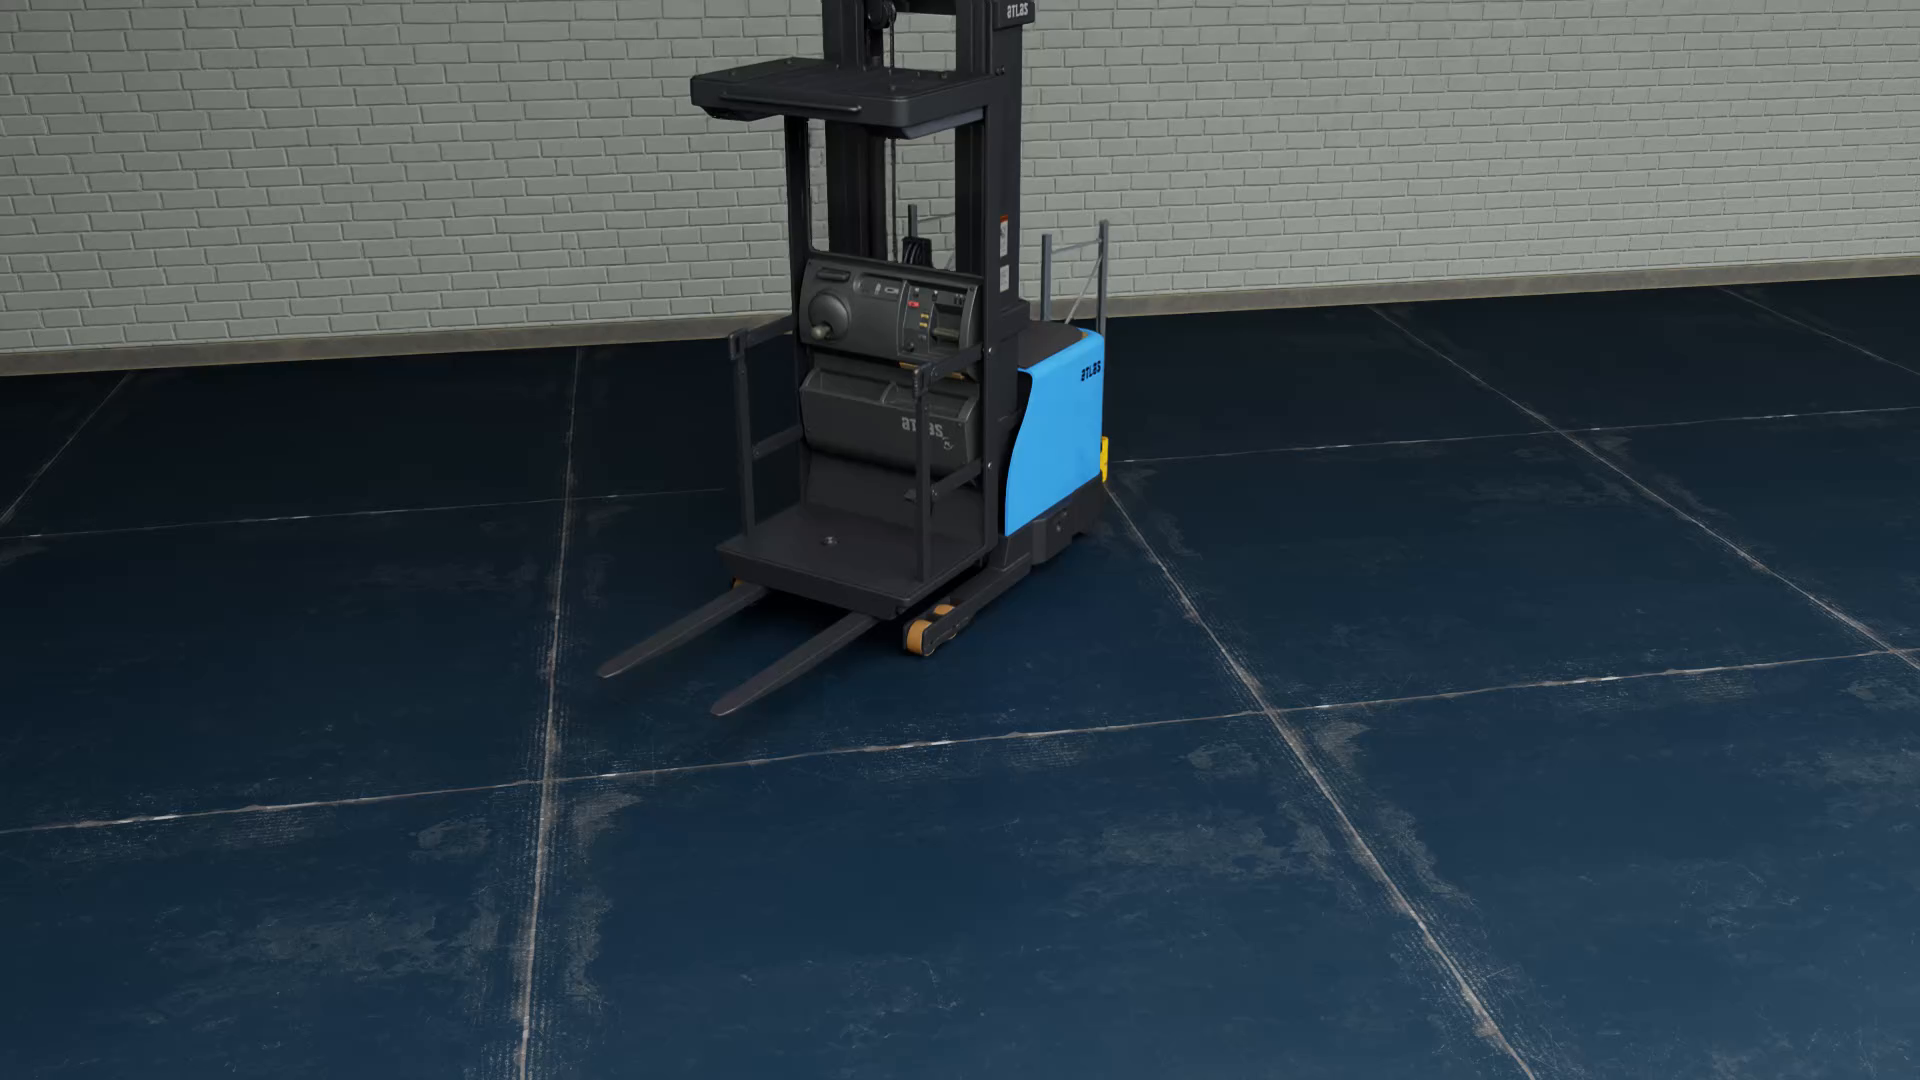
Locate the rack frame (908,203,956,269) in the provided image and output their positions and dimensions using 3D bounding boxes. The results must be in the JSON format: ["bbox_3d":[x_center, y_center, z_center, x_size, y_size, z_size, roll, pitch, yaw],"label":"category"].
[{"bbox_3d":[-0.100,-1.255,9.749,0.500,1.500,0.032,-22,32,-40],"label":"rack frame"}]

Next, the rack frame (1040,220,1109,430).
[{"bbox_3d":[0.613,-0.965,9.086,0.500,1.500,0.032,-22,32,-40],"label":"rack frame"}]

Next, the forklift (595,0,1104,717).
[{"bbox_3d":[-0.444,-1.027,7.440,1.130,2.935,3.031,14,27,29],"label":"forklift"}]

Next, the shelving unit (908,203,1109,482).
[{"bbox_3d":[0.263,-1.107,9.411,0.587,1.500,1.083,-22,32,-40],"label":"shelving unit"}]

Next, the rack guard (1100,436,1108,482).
[{"bbox_3d":[0.612,-0.393,9.337,0.587,0.250,0.087,-22,32,-40],"label":"rack guard"}]
